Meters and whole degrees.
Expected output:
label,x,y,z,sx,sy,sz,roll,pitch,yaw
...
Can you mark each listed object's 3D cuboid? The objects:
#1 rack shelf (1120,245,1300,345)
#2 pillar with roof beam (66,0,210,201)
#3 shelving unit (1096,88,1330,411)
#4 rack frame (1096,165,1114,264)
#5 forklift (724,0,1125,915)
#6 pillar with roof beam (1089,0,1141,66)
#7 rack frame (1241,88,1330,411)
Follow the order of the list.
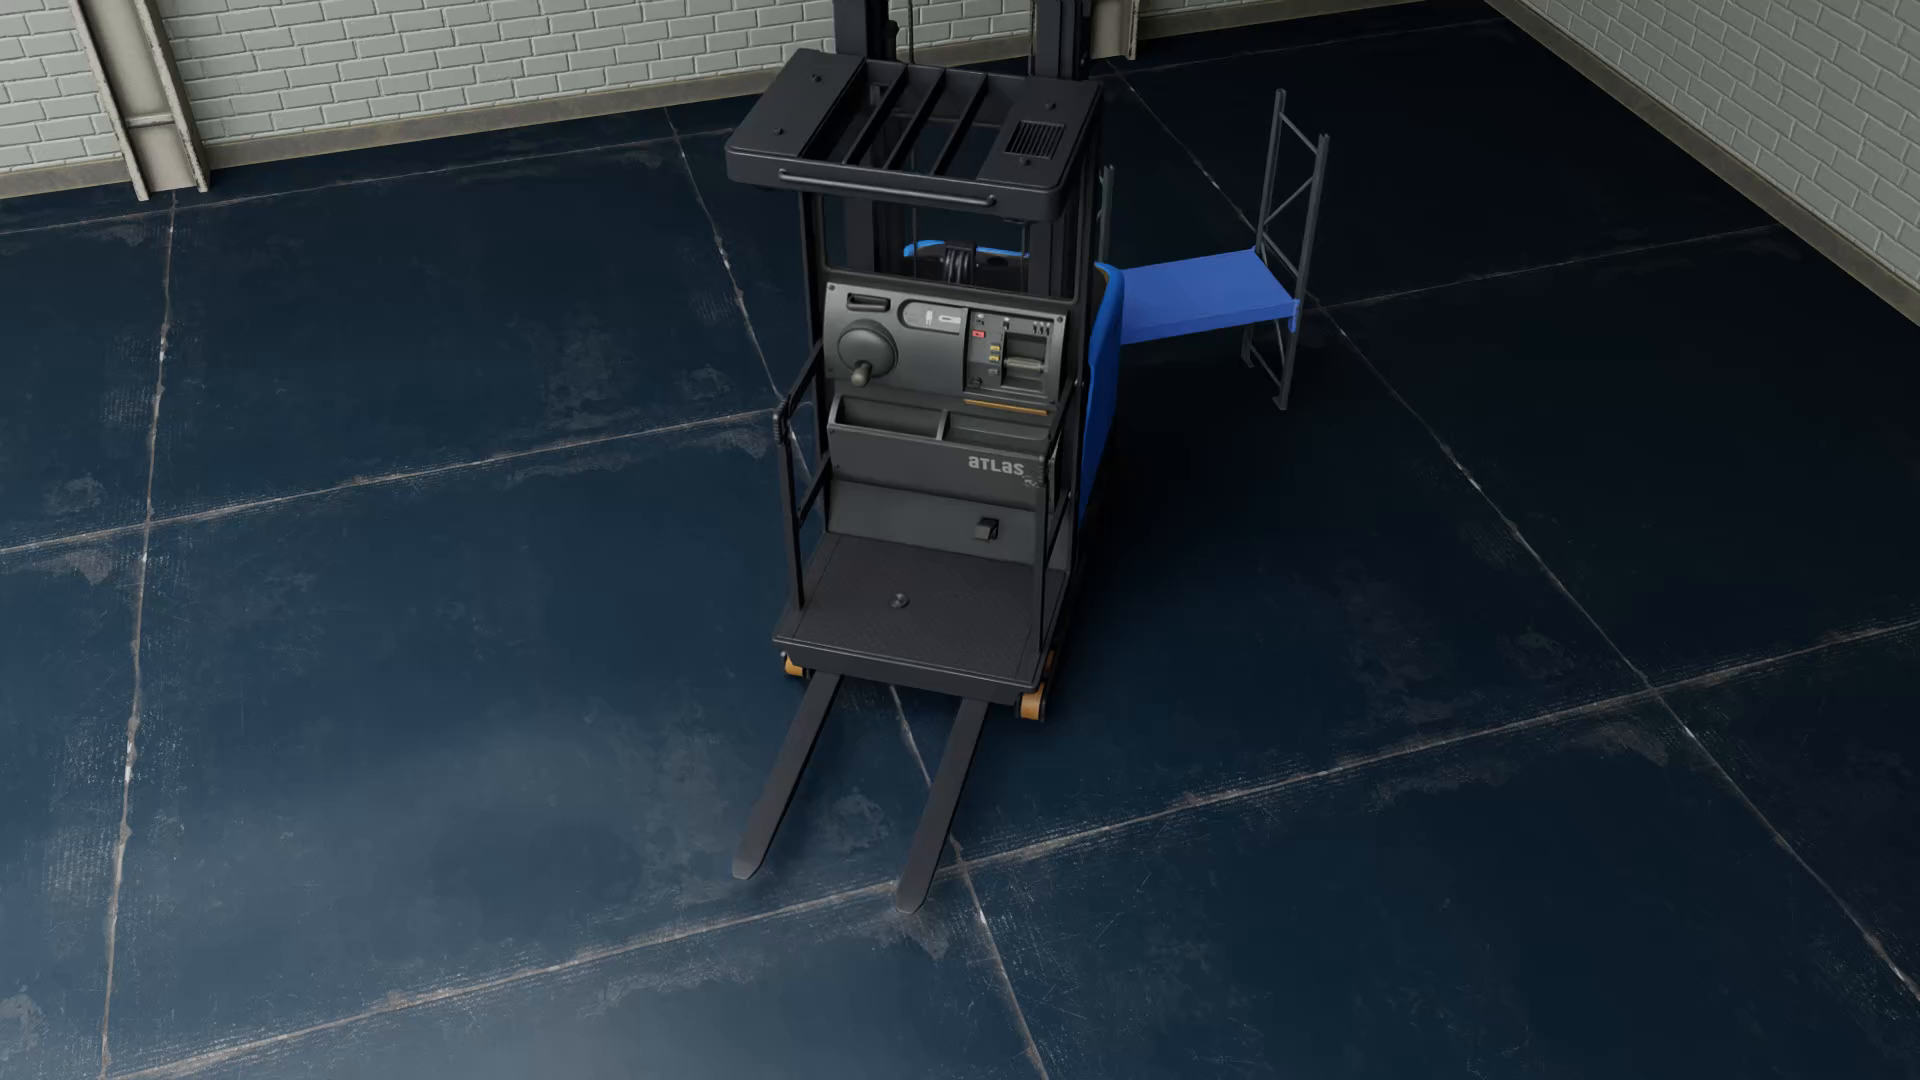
label,x,y,z,sx,sy,sz,roll,pitch,yaw
rack shelf,1.066,-1.142,8.041,1.000,0.185,0.538,-11,42,-12
pillar with roof beam,-3.459,-2.844,4.016,0.400,9.000,9.100,-12,42,-13
shelving unit,1.066,-1.278,7.922,1.048,1.500,0.538,-11,42,-12
rack frame,0.578,-1.184,7.814,0.032,1.500,0.500,-11,42,-12
forklift,-0.114,-0.655,6.121,1.130,2.935,3.031,9,42,11
pillar with roof beam,2.264,-4.030,5.373,0.400,9.000,9.100,-12,42,-13
rack frame,1.554,-1.372,8.030,0.032,1.500,0.500,-11,42,-12
